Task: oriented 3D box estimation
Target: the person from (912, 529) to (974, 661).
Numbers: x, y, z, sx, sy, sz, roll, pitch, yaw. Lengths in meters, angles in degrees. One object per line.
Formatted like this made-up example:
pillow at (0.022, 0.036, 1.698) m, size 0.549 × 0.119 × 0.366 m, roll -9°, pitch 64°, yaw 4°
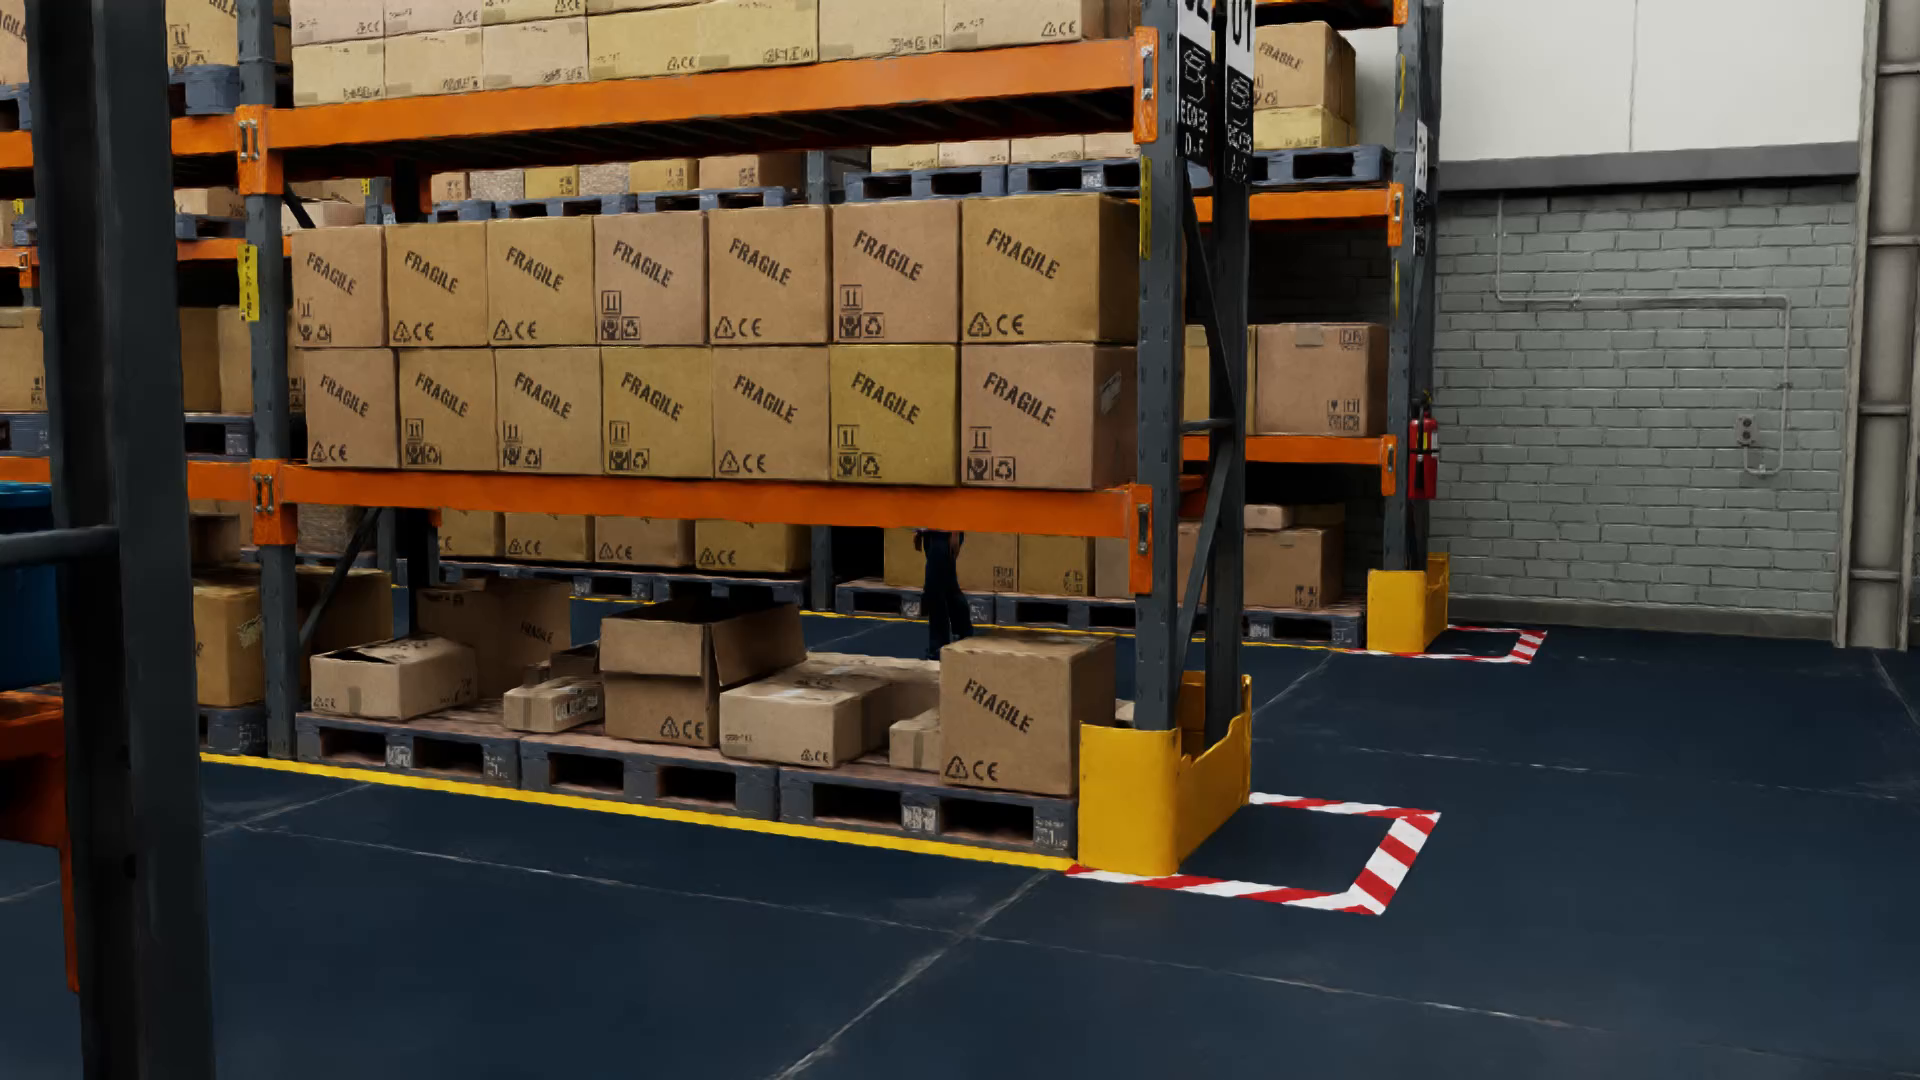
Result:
person at (-0.118, -0.040, 9.370) m, size 0.487 × 1.596 × 0.479 m, roll -2°, pitch 6°, yaw -22°
